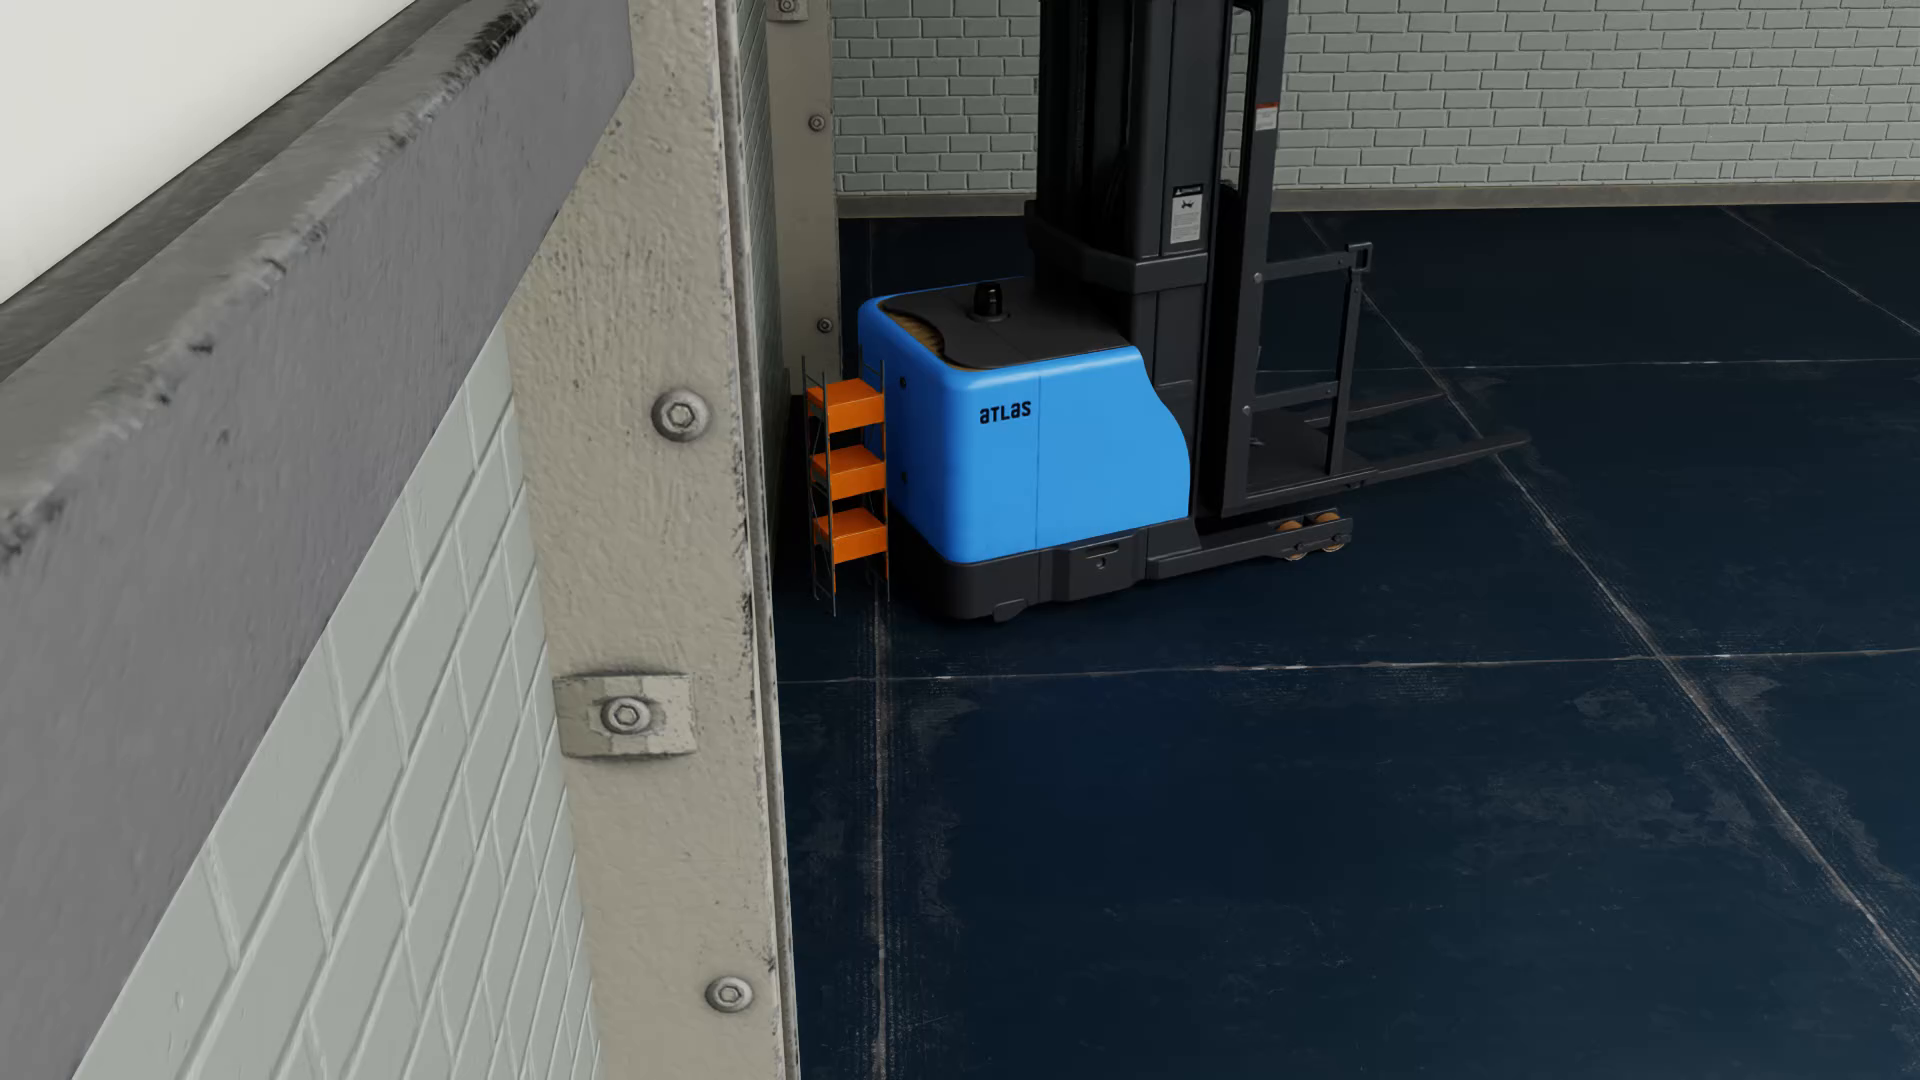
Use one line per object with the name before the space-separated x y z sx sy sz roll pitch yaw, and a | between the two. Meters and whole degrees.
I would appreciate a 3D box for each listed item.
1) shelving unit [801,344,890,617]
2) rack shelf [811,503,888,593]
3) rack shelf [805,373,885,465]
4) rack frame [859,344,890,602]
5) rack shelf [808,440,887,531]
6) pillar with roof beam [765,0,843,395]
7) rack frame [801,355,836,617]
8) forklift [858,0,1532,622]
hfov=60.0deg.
shelving unit | -0.445 -0.226 6.549 0.252 1.050 0.215 -15 31 -26
rack shelf | -0.445 0.029 6.682 0.240 0.259 0.215 -15 31 -26
rack shelf | -0.445 -0.469 6.422 0.240 0.259 0.215 -15 31 -26
rack frame | -0.339 -0.254 6.602 0.008 1.050 0.200 -15 31 -26
rack shelf | -0.445 -0.217 6.554 0.240 0.259 0.215 -15 31 -26
pillar with roof beam | 3.519 -4.948 7.006 9.100 9.000 0.400 -1 28 -3
rack frame | -0.551 -0.198 6.495 0.008 1.050 0.200 -15 31 -26
forklift | 1.126 -1.420 6.803 3.031 2.935 1.130 -12 30 -22
